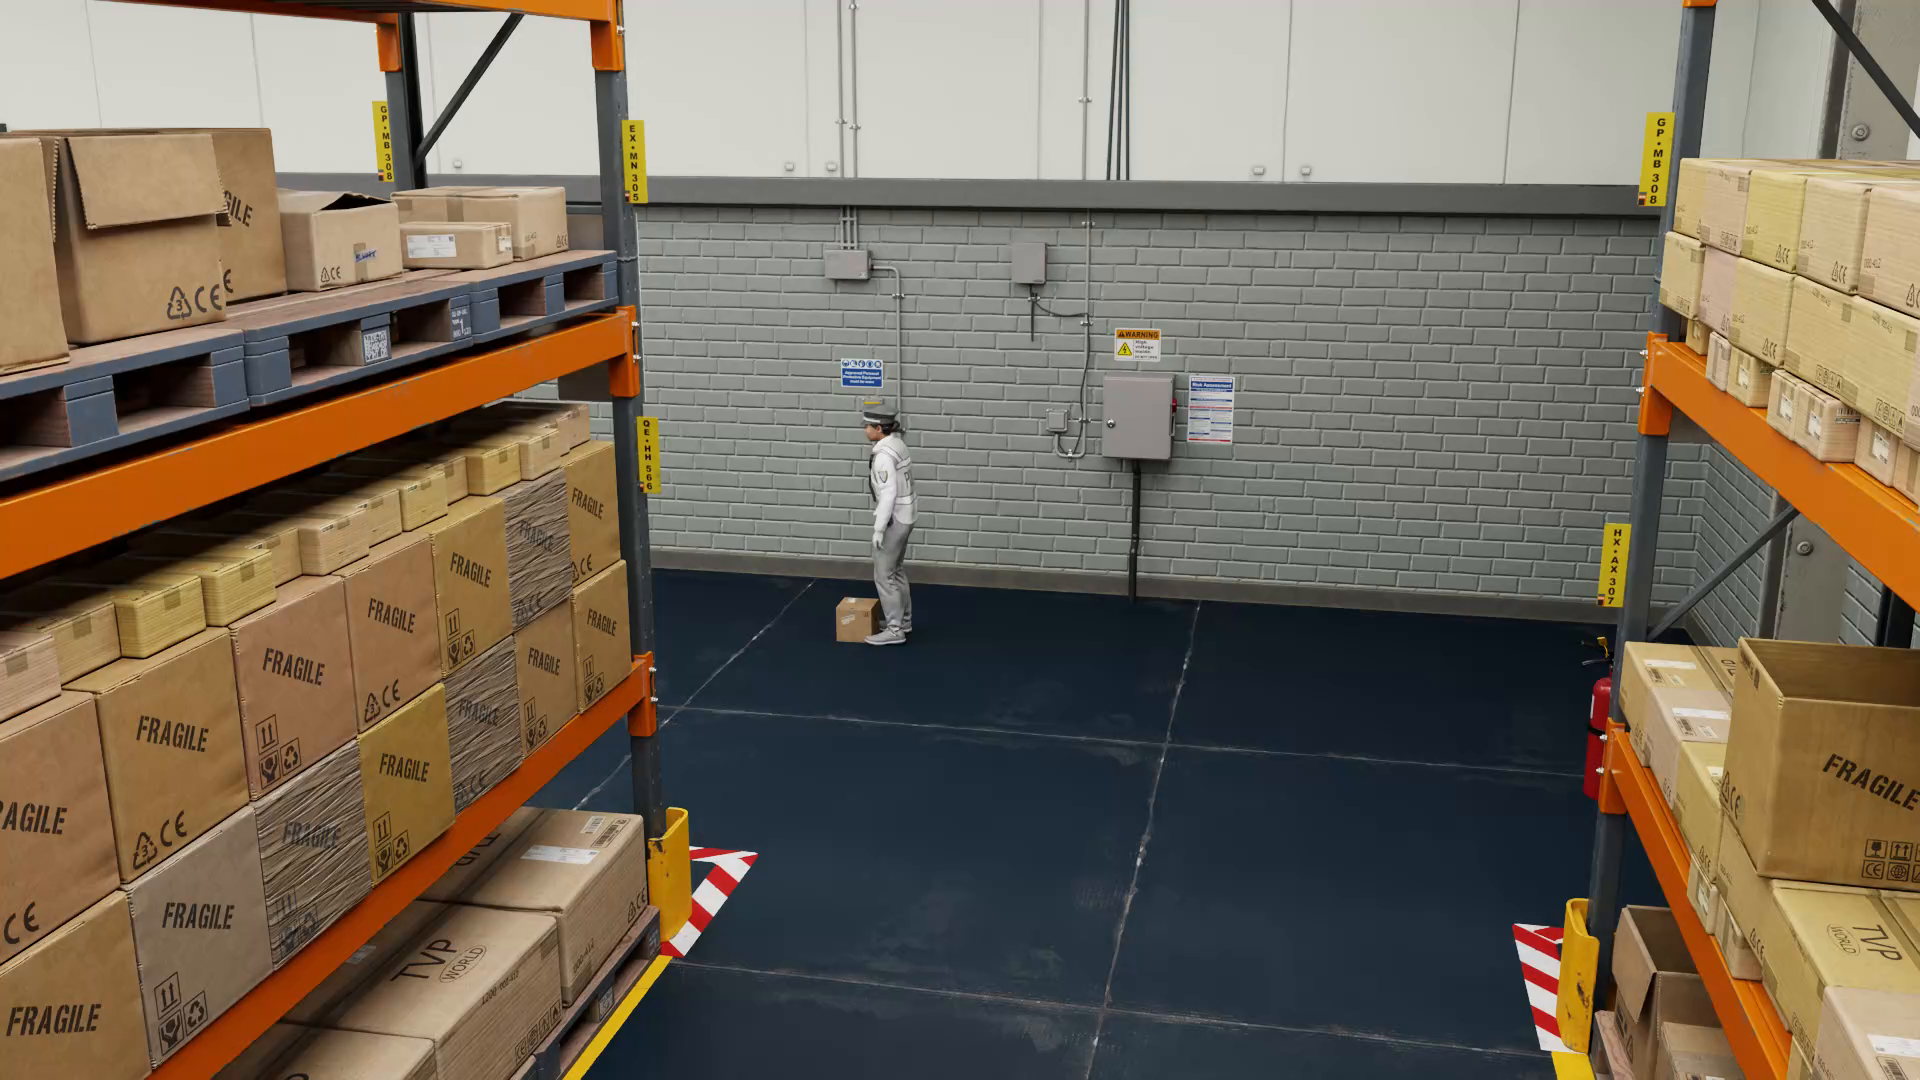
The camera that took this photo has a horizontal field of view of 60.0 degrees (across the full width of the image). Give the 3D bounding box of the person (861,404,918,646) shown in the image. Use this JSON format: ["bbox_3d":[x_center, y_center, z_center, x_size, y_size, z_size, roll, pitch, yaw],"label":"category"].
[{"bbox_3d":[-0.483,-0.111,11.425,0.377,1.663,0.539,3,15,10],"label":"person"}]
